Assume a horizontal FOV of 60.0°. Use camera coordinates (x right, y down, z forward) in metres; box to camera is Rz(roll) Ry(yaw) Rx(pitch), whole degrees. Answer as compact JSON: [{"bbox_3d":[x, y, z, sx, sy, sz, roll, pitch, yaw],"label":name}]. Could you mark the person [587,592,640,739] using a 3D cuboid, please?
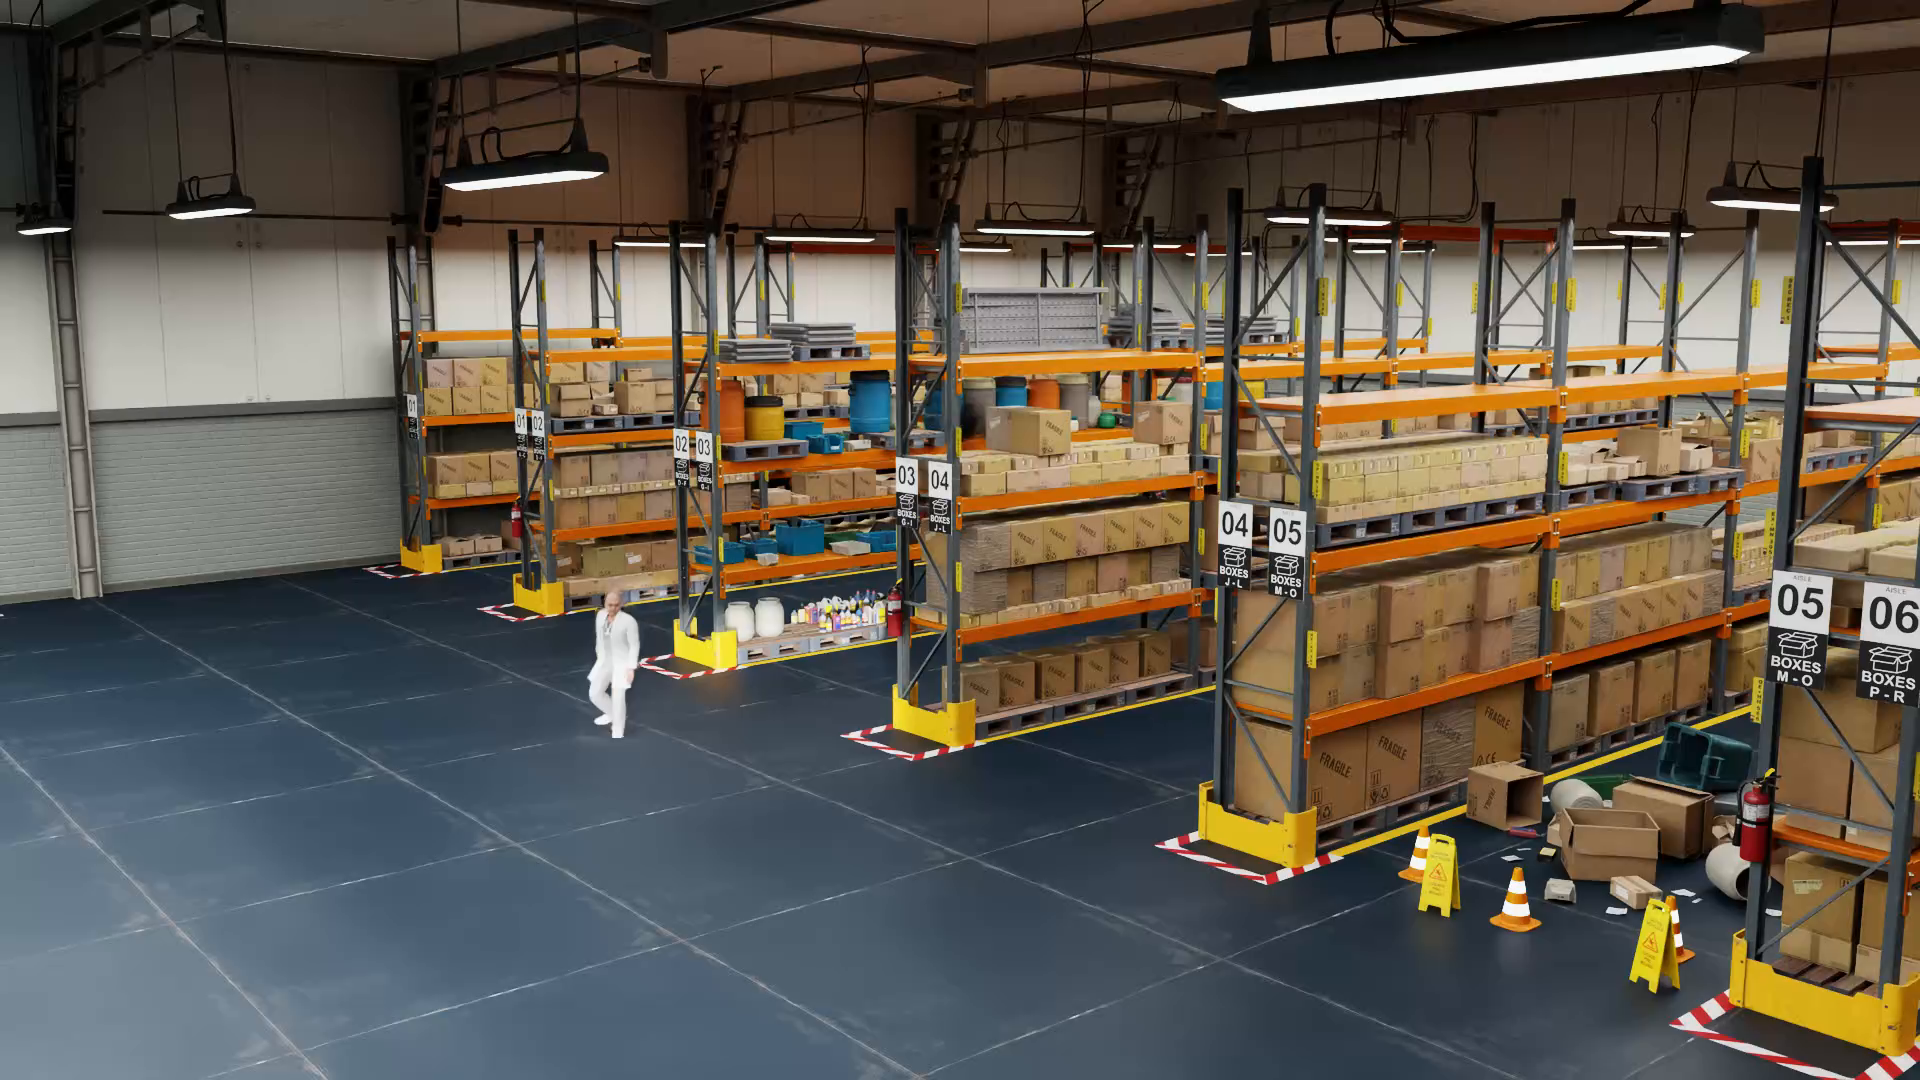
[{"bbox_3d":[-3.936,1.412,18.982,0.759,1.734,0.580,3,9,20],"label":"person"}]
